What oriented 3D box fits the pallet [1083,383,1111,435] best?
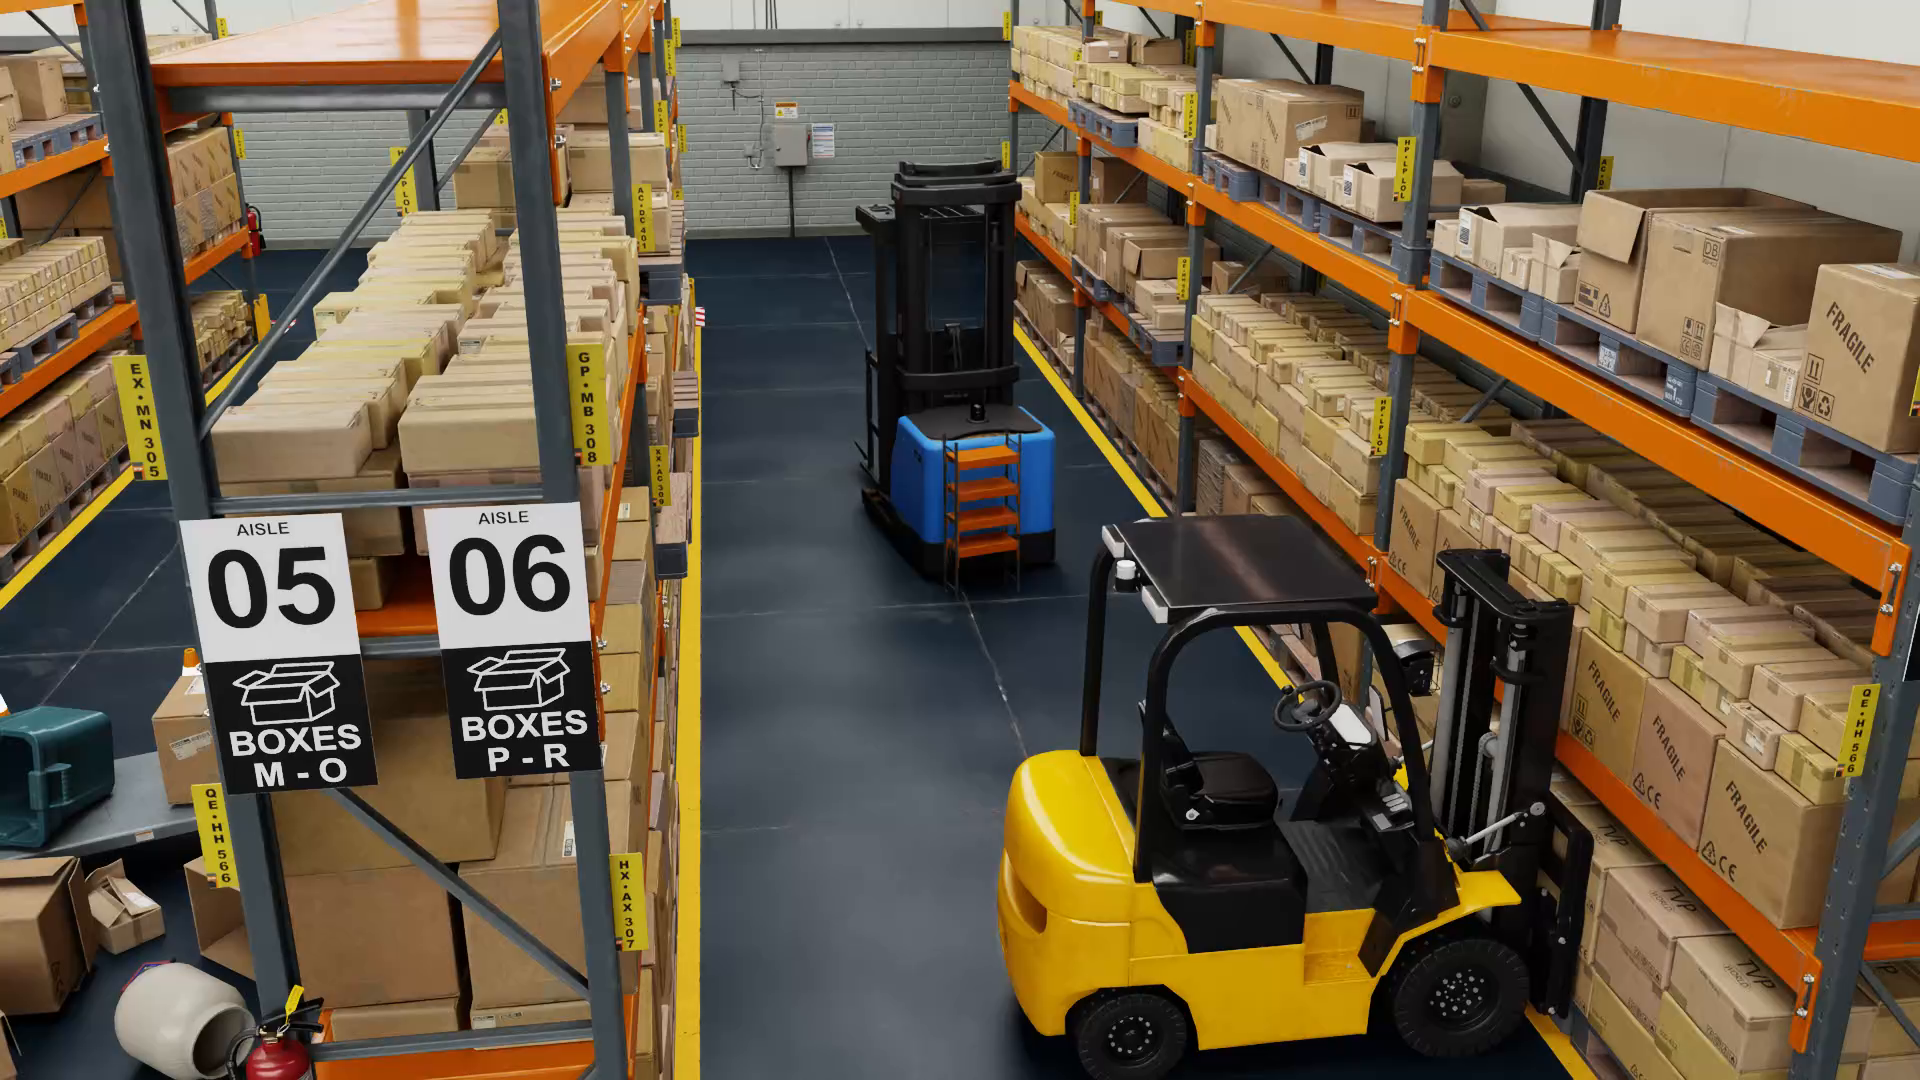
[{"bbox_3d":[1.830,-1.328,16.471,1.003,0.211,1.213,-3,21,-8],"label":"pallet"}]

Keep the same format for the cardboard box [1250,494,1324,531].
[{"bbox_3d":[2.527,0.062,11.557,0.875,0.625,0.625,-4,21,-10],"label":"cardboard box"}]

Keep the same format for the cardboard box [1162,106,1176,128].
[{"bbox_3d":[1.853,-3.429,13.466,0.380,0.149,0.250,-3,21,-8],"label":"cardboard box"}]

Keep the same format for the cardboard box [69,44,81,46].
[{"bbox_3d":[-8.681,-4.856,16.574,0.380,0.149,0.250,-2,21,-6],"label":"cardboard box"}]

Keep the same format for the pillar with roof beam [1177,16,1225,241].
[{"bbox_3d":[-1.794,-5.794,15.868,9.100,9.000,0.400,-3,21,-8],"label":"pillar with roof beam"}]

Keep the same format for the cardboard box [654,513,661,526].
[{"bbox_3d":[-1.850,-0.179,9.168,0.380,0.149,0.250,-3,21,-7],"label":"cardboard box"}]

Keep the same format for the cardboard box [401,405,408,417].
[{"bbox_3d":[-1.905,-0.321,5.290,0.500,0.250,0.500,-3,21,-8],"label":"cardboard box"}]

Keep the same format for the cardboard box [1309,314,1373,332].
[{"bbox_3d":[2.728,-1.519,11.925,0.380,0.149,0.250,-3,21,-9],"label":"cardboard box"}]

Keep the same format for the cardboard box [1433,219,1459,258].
[{"bbox_3d":[2.592,-1.505,8.287,0.380,0.149,0.250,-2,21,-7],"label":"cardboard box"}]

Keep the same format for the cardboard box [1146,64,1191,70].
[{"bbox_3d":[1.938,-4.313,15.380,0.380,0.149,0.250,-3,21,-9],"label":"cardboard box"}]

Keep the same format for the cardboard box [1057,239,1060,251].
[{"bbox_3d":[1.248,-3.164,17.760,0.380,0.149,0.250,-2,21,-6],"label":"cardboard box"}]

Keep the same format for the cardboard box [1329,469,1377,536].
[{"bbox_3d":[2.497,-0.236,9.774,0.500,0.250,0.500,-2,21,-7],"label":"cardboard box"}]

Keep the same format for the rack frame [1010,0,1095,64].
[{"bbox_3d":[1.098,-7.110,19.390,1.000,3.000,0.127,-3,21,-8],"label":"rack frame"}]

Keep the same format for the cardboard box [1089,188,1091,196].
[{"bbox_3d":[1.567,-3.872,19.086,0.500,0.250,0.500,-2,21,-6],"label":"cardboard box"}]

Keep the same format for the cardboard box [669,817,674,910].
[{"bbox_3d":[-1.645,1.573,8.046,0.500,0.250,0.500,-3,21,-9],"label":"cardboard box"}]

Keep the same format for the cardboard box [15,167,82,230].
[{"bbox_3d":[-8.456,-3.182,15.451,0.500,0.500,0.500,-4,21,-10],"label":"cardboard box"}]

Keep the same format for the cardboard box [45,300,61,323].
[{"bbox_3d":[-7.676,-1.879,13.718,0.380,0.149,0.250,-2,21,-5],"label":"cardboard box"}]

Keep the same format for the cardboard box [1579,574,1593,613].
[{"bbox_3d":[2.922,0.250,7.190,0.380,0.149,0.250,-3,21,-8],"label":"cardboard box"}]

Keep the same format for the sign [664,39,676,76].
[{"bbox_3d":[-2.701,-4.488,15.470,0.100,0.325,0.005,-3,21,-8],"label":"sign"}]

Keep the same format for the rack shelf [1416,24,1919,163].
[{"bbox_3d":[3.116,-1.738,6.608,1.077,0.370,4.000,-3,21,-8],"label":"rack shelf"}]

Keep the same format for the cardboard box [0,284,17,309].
[{"bbox_3d":[-7.569,-1.884,12.882,0.380,0.149,0.250,-2,21,-5],"label":"cardboard box"}]

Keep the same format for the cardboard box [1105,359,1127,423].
[{"bbox_3d":[1.676,-1.404,15.662,0.500,0.500,0.500,-4,21,-9],"label":"cardboard box"}]

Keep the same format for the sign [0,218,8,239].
[{"bbox_3d":[-8.656,-2.754,15.064,0.100,0.325,0.005,-3,21,-8],"label":"sign"}]

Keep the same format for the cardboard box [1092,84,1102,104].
[{"bbox_3d":[1.413,-4.056,15.117,0.380,0.149,0.250,-3,21,-7],"label":"cardboard box"}]

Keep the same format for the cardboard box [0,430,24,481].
[{"bbox_3d":[-7.403,-0.621,12.493,0.500,0.250,0.500,-4,21,-10],"label":"cardboard box"}]

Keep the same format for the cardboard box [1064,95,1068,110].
[{"bbox_3d":[1.268,-4.490,17.022,0.380,0.149,0.250,-2,21,-6],"label":"cardboard box"}]

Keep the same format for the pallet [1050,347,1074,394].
[{"bbox_3d":[1.577,-1.846,17.857,1.003,0.211,1.213,-3,21,-8],"label":"pallet"}]

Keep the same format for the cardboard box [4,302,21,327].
[{"bbox_3d":[-7.569,-1.749,12.945,0.380,0.149,0.250,-3,21,-8],"label":"cardboard box"}]

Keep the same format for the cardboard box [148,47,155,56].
[{"bbox_3d":[-8.064,-4.704,16.168,0.380,0.149,0.250,-2,21,-5],"label":"cardboard box"}]

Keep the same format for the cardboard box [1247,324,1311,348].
[{"bbox_3d":[2.224,-1.400,11.606,0.380,0.149,0.250,-3,21,-7],"label":"cardboard box"}]

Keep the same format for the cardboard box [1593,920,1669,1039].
[{"bbox_3d":[2.964,1.771,6.803,0.500,0.250,0.500,-3,21,-8],"label":"cardboard box"}]

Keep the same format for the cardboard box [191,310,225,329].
[{"bbox_3d":[-8.159,-2.376,17.915,0.380,0.149,0.250,-2,21,-6],"label":"cardboard box"}]

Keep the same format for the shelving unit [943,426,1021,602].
[{"bbox_3d":[0.157,-0.188,12.004,0.503,1.200,0.258,-8,22,-22],"label":"shelving unit"}]

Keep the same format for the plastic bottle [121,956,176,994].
[{"bbox_3d":[-3.753,2.025,7.707,0.133,0.061,0.283,1,20,2],"label":"plastic bottle"}]

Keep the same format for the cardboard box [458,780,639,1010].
[{"bbox_3d":[-1.300,1.128,5.341,0.500,0.500,0.500,-3,21,-9],"label":"cardboard box"}]

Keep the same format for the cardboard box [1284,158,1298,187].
[{"bbox_3d":[2.258,-2.308,10.437,0.380,0.149,0.250,-3,21,-8],"label":"cardboard box"}]

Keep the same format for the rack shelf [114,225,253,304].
[{"bbox_3d":[-8.408,-2.734,17.276,1.077,0.370,4.000,-3,21,-8],"label":"rack shelf"}]

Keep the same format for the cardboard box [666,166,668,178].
[{"bbox_3d":[-1.939,-1.996,9.600,0.500,0.250,0.500,-3,21,-8],"label":"cardboard box"}]

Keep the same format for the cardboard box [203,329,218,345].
[{"bbox_3d":[-8.156,-2.147,17.727,0.380,0.149,0.250,-2,21,-5],"label":"cardboard box"}]

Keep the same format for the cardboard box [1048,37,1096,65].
[{"bbox_3d":[1.217,-5.137,17.470,0.500,0.250,0.500,-3,21,-7],"label":"cardboard box"}]

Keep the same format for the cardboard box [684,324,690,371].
[{"bbox_3d":[-3.221,-1.882,17.030,0.875,0.438,0.875,-3,21,-9],"label":"cardboard box"}]

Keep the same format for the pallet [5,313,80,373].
[{"bbox_3d":[-7.869,-1.587,13.451,1.003,0.211,1.213,-3,21,-8],"label":"pallet"}]

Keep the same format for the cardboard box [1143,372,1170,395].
[{"bbox_3d":[1.836,-1.384,14.679,0.380,0.149,0.250,-3,21,-9],"label":"cardboard box"}]

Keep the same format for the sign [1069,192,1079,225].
[{"bbox_3d":[1.139,-3.290,16.500,0.100,0.325,0.005,-3,21,-8],"label":"sign"}]

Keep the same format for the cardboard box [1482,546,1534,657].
[{"bbox_3d":[2.799,0.330,7.902,0.500,0.500,0.500,-3,21,-8],"label":"cardboard box"}]

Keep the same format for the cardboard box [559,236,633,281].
[{"bbox_3d":[-1.592,-1.191,7.051,0.380,0.149,0.250,-2,21,-6],"label":"cardboard box"}]

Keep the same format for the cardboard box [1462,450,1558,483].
[{"bbox_3d":[2.753,-0.335,8.332,0.380,0.149,0.250,-3,21,-9],"label":"cardboard box"}]

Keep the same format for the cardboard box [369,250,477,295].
[{"bbox_3d":[-2.168,-1.072,6.732,0.380,0.149,0.250,-4,21,-10],"label":"cardboard box"}]

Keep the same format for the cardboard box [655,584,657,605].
[{"bbox_3d":[-1.735,0.321,8.429,0.380,0.149,0.250,-3,21,-8],"label":"cardboard box"}]

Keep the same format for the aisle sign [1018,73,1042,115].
[{"bbox_3d":[0.798,-5.526,20.009,0.394,0.787,0.004,-3,21,-8],"label":"aisle sign"}]

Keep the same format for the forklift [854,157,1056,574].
[{"bbox_3d":[-0.191,-1.604,13.322,1.130,2.935,3.031,-6,21,-16],"label":"forklift"}]

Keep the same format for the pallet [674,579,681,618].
[{"bbox_3d":[-2.549,0.299,12.114,1.003,0.211,1.213,-3,21,-8],"label":"pallet"}]

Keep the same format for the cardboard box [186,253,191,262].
[{"bbox_3d":[-8.160,-2.919,17.103,0.380,0.149,0.250,-2,21,-6],"label":"cardboard box"}]

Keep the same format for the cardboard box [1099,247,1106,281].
[{"bbox_3d":[1.495,-2.548,15.342,0.396,0.266,0.258,-2,21,-5],"label":"cardboard box"}]

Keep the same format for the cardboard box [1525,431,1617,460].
[{"bbox_3d":[3.168,-0.450,8.640,0.380,0.149,0.250,-3,21,-9],"label":"cardboard box"}]
